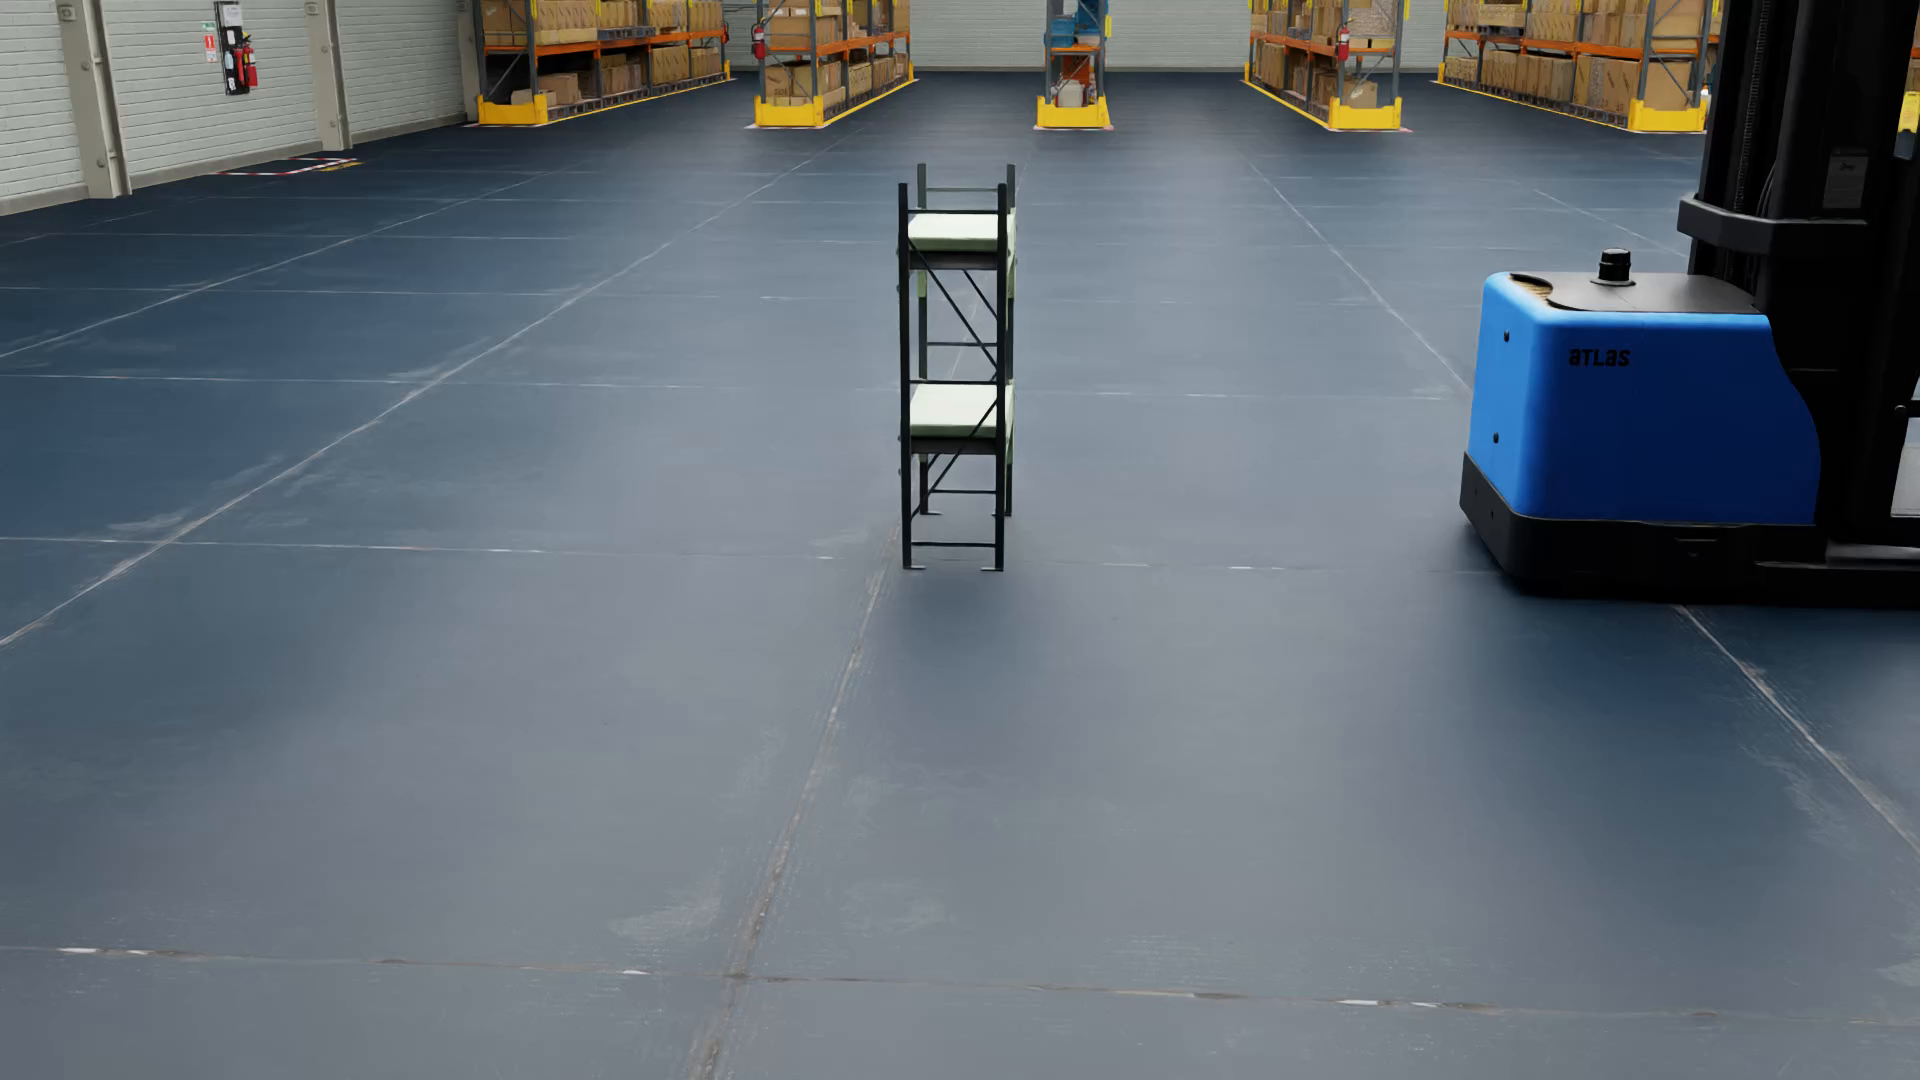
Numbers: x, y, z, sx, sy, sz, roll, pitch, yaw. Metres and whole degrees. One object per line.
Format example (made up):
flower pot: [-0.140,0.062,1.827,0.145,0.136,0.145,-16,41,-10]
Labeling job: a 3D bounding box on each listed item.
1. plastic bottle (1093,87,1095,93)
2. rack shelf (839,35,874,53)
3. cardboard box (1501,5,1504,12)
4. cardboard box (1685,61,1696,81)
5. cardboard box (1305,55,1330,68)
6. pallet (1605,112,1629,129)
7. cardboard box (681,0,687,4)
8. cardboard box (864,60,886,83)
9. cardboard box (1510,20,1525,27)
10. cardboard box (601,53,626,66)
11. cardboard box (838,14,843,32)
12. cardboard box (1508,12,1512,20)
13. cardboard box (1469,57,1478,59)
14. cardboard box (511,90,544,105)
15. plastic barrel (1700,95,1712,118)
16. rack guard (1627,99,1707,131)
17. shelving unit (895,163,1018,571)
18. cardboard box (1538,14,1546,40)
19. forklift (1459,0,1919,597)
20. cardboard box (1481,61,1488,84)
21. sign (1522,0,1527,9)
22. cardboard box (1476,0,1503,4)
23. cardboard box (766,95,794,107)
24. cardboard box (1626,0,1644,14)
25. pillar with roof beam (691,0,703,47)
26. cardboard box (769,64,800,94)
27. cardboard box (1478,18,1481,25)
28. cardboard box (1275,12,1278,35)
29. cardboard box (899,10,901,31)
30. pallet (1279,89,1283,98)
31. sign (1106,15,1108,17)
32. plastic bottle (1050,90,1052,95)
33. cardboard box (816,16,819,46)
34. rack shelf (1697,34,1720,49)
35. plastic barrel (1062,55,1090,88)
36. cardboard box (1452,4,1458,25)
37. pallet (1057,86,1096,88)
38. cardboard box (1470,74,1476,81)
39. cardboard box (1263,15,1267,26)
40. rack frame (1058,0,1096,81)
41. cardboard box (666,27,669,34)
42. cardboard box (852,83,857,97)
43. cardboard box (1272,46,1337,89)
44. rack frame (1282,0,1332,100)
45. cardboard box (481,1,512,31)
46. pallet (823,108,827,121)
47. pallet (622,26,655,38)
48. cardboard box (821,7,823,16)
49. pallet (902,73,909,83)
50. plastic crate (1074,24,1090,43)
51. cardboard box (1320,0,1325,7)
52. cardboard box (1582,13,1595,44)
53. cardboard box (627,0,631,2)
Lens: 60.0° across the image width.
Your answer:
plastic bottle: [2.509,-8.415,31.442,0.061,0.283,0.133,3,18,8]
rack shelf: [-2.546,-10.205,34.405,1.077,0.370,4.000,1,18,4]
cardboard box: [12.074,-11.646,36.421,0.380,0.149,0.250,1,18,4]
cardboard box: [17.802,-11.141,39.548,0.875,0.438,0.875,1,18,3]
cardboard box: [7.432,-9.950,34.574,0.500,0.250,0.500,3,18,10]
pallet: [11.824,-7.244,28.692,1.003,0.211,1.213,1,18,4]
cardboard box: [-6.835,-12.924,39.672,0.500,0.250,0.500,2,18,5]
cardboard box: [-1.979,-10.805,38.388,0.500,0.500,0.500,1,18,2]
cardboard box: [11.995,-11.047,35.549,0.380,0.149,0.250,2,18,5]
cardboard box: [-7.446,-10.255,35.505,0.500,0.250,0.500,2,18,5]
cardboard box: [-2.580,-10.375,33.608,0.500,0.500,0.500,3,18,8]
cardboard box: [12.017,-11.272,35.757,0.380,0.149,0.250,2,18,6]
cardboard box: [13.131,-12.169,42.192,0.380,0.149,0.250,2,18,5]
cardboard box: [-7.778,-7.937,29.940,0.500,0.311,0.500,-1,18,-2]
plastic barrel: [13.580,-7.950,30.507,0.512,0.421,0.421,17,25,41]
rack guard: [11.843,-7.124,27.861,1.175,0.500,0.348,1,18,4]
shelving unit: [0.000,-0.711,6.683,0.431,1.500,0.755,1,18,4]
cardboard box: [12.047,-10.403,33.694,0.500,0.500,0.500,1,18,4]
forklift: [3.618,-1.300,6.183,3.031,2.935,1.130,1,18,4]
cardboard box: [12.388,-10.834,38.510,0.500,0.500,0.500,2,18,6]
sign: [11.876,-11.325,34.937,0.100,0.325,0.005,1,18,4]
cardboard box: [12.469,-12.862,39.115,0.500,0.500,0.500,1,18,2]
cardboard box: [-3.232,-7.749,29.497,0.500,0.250,0.500,1,18,4]
cardboard box: [11.857,-9.191,28.179,0.875,0.550,0.550,1,18,4]
pillar with roof beam: [-3.145,-17.375,45.496,9.100,9.000,0.400,1,18,4]
cardboard box: [-3.177,-8.417,30.330,0.500,0.500,0.500,1,18,4]
cardboard box: [12.218,-12.014,38.500,0.380,0.149,0.250,0,18,1]
cardboard box: [7.379,-11.626,37.426,0.500,0.500,0.500,2,18,5]
cardboard box: [-1.736,-12.925,41.389,0.500,0.500,0.500,1,18,4]
pallet: [7.610,-9.864,36.687,1.003,0.211,1.213,1,18,4]
sign: [2.799,-9.930,31.966,0.100,0.325,0.005,1,18,4]
plastic bottle: [1.649,-8.107,30.502,0.061,0.283,0.133,2,18,5]
cardboard box: [-2.897,-9.039,29.530,0.700,0.500,0.500,2,18,5]
rack shelf: [17.506,-11.004,36.843,1.077,0.370,4.000,1,18,4]
plastic barrel: [2.556,-10.377,36.585,0.600,0.830,0.708,1,18,4]
cardboard box: [12.671,-13.177,41.682,0.500,0.500,0.500,1,18,4]
pallet: [2.553,-9.977,37.032,1.003,0.211,1.213,1,18,4]
cardboard box: [12.393,-11.020,39.642,0.380,0.149,0.250,2,18,5]
cardboard box: [7.535,-12.401,39.715,0.500,0.250,0.500,1,18,3]
rack frame: [2.825,-12.299,39.639,1.000,3.000,0.127,1,18,4]
cardboard box: [-6.964,-11.823,38.558,0.380,0.149,0.250,2,18,6]
cardboard box: [-2.375,-9.097,33.610,0.500,0.250,0.500,2,18,5]
cardboard box: [7.549,-10.349,36.429,1.225,0.875,0.875,0,18,1]
rack frame: [7.478,-10.946,35.511,1.000,3.000,0.127,1,18,4]
cardboard box: [-8.095,-9.239,29.305,0.500,0.500,0.500,1,18,3]
pallet: [-2.963,-7.597,29.768,1.003,0.211,1.213,1,18,4]
pallet: [-7.288,-10.963,35.870,1.213,0.211,1.003,1,18,4]
cardboard box: [-2.660,-9.477,29.826,0.380,0.149,0.250,1,18,2]
pallet: [-1.890,-12.056,43.378,1.003,0.211,1.213,1,18,4]
plastic crate: [2.087,-9.625,31.579,0.767,0.338,0.504,1,18,4]
cardboard box: [6.835,-9.923,30.144,0.500,0.500,0.500,1,18,4]
cardboard box: [12.117,-9.518,30.912,0.875,0.550,0.550,1,18,4]
cardboard box: [-7.338,-11.734,36.009,0.380,0.149,0.250,-1,18,-3]
